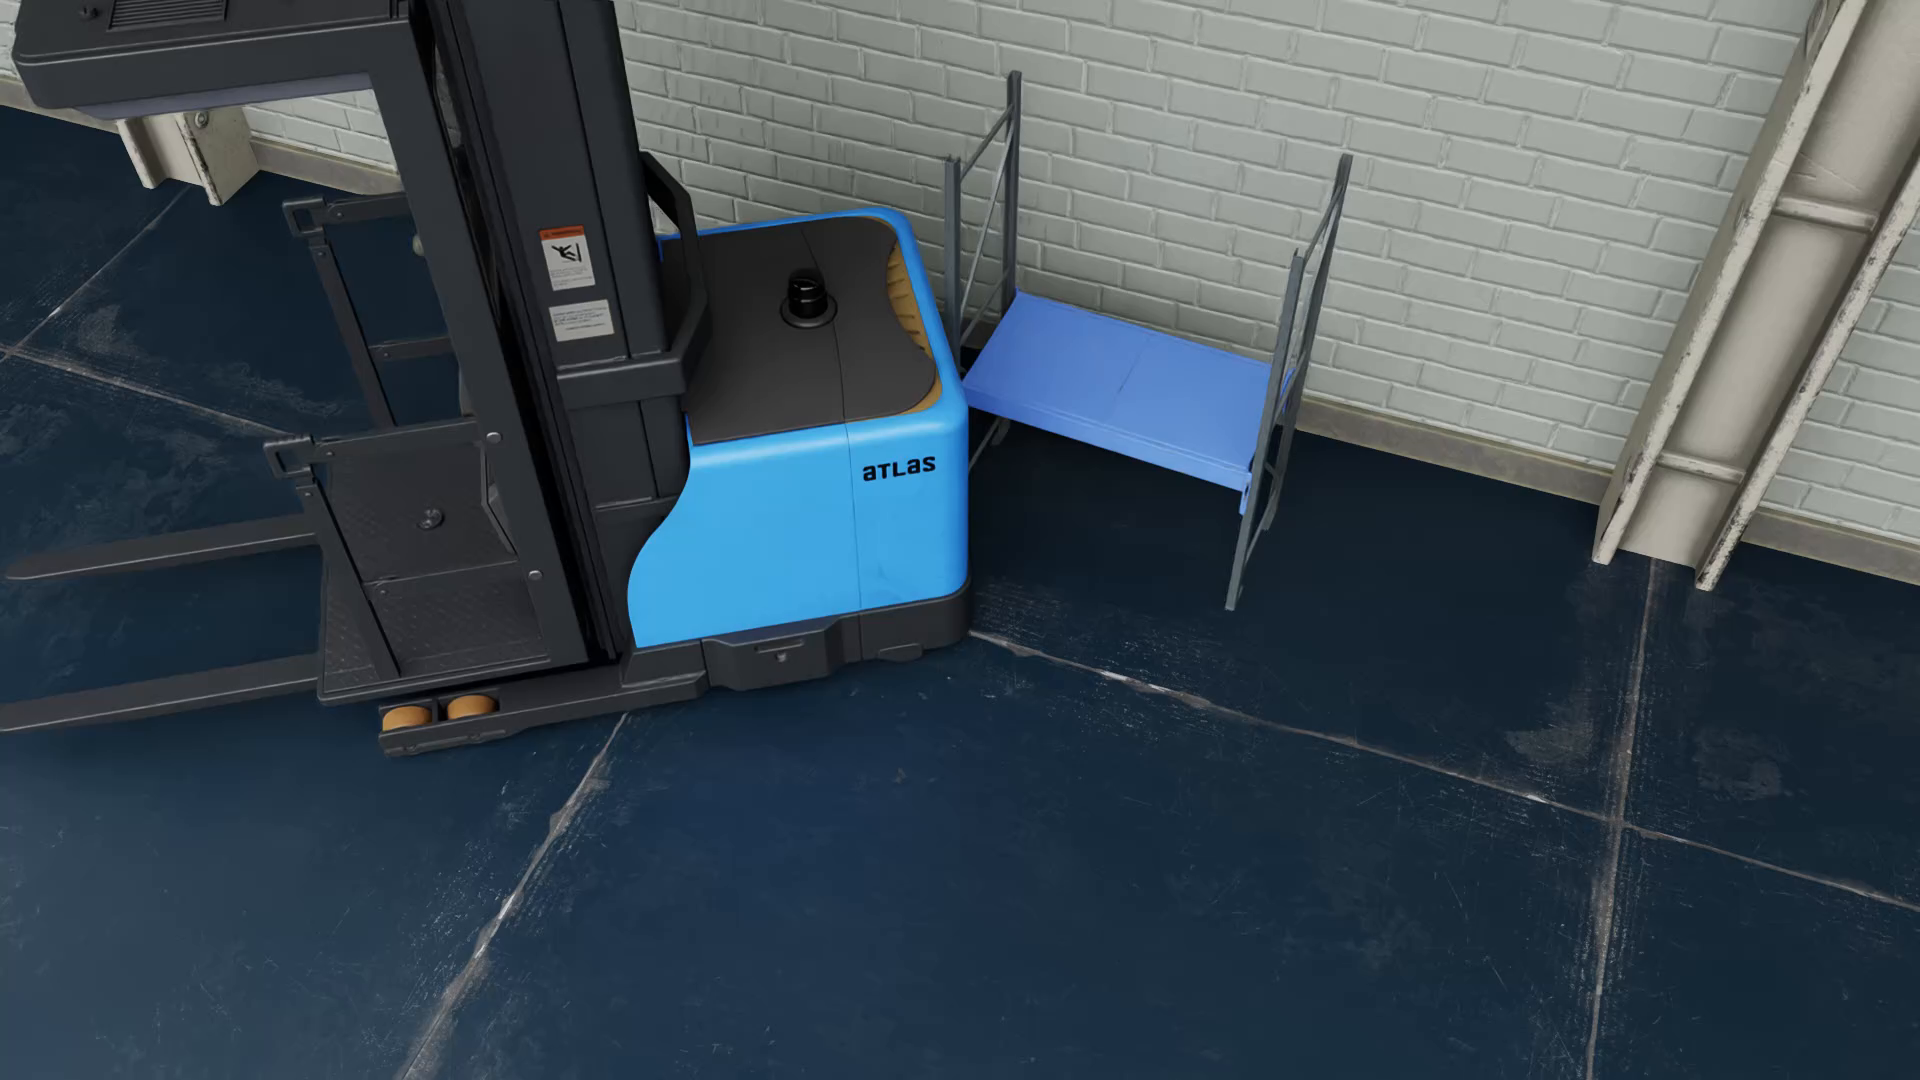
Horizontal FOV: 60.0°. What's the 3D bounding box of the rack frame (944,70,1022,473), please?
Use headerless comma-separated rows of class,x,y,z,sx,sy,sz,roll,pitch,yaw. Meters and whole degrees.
rack frame,0.070,-0.743,5.401,0.032,1.500,0.500,19,52,15

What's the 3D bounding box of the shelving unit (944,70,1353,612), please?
shelving unit,0.535,-0.586,5.266,1.048,1.500,0.538,19,52,15

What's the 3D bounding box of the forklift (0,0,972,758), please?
forklift,-1.534,-0.731,4.444,3.031,2.935,1.130,-9,50,-8

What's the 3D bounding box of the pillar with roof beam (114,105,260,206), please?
pillar with roof beam,-4.720,-1.453,1.054,0.400,9.000,9.100,16,51,13

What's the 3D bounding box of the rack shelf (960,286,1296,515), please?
rack shelf,0.535,-0.469,5.402,1.000,0.185,0.538,19,52,15

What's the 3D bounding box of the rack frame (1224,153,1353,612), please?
rack frame,0.999,-0.430,5.130,0.032,1.500,0.500,19,52,15
